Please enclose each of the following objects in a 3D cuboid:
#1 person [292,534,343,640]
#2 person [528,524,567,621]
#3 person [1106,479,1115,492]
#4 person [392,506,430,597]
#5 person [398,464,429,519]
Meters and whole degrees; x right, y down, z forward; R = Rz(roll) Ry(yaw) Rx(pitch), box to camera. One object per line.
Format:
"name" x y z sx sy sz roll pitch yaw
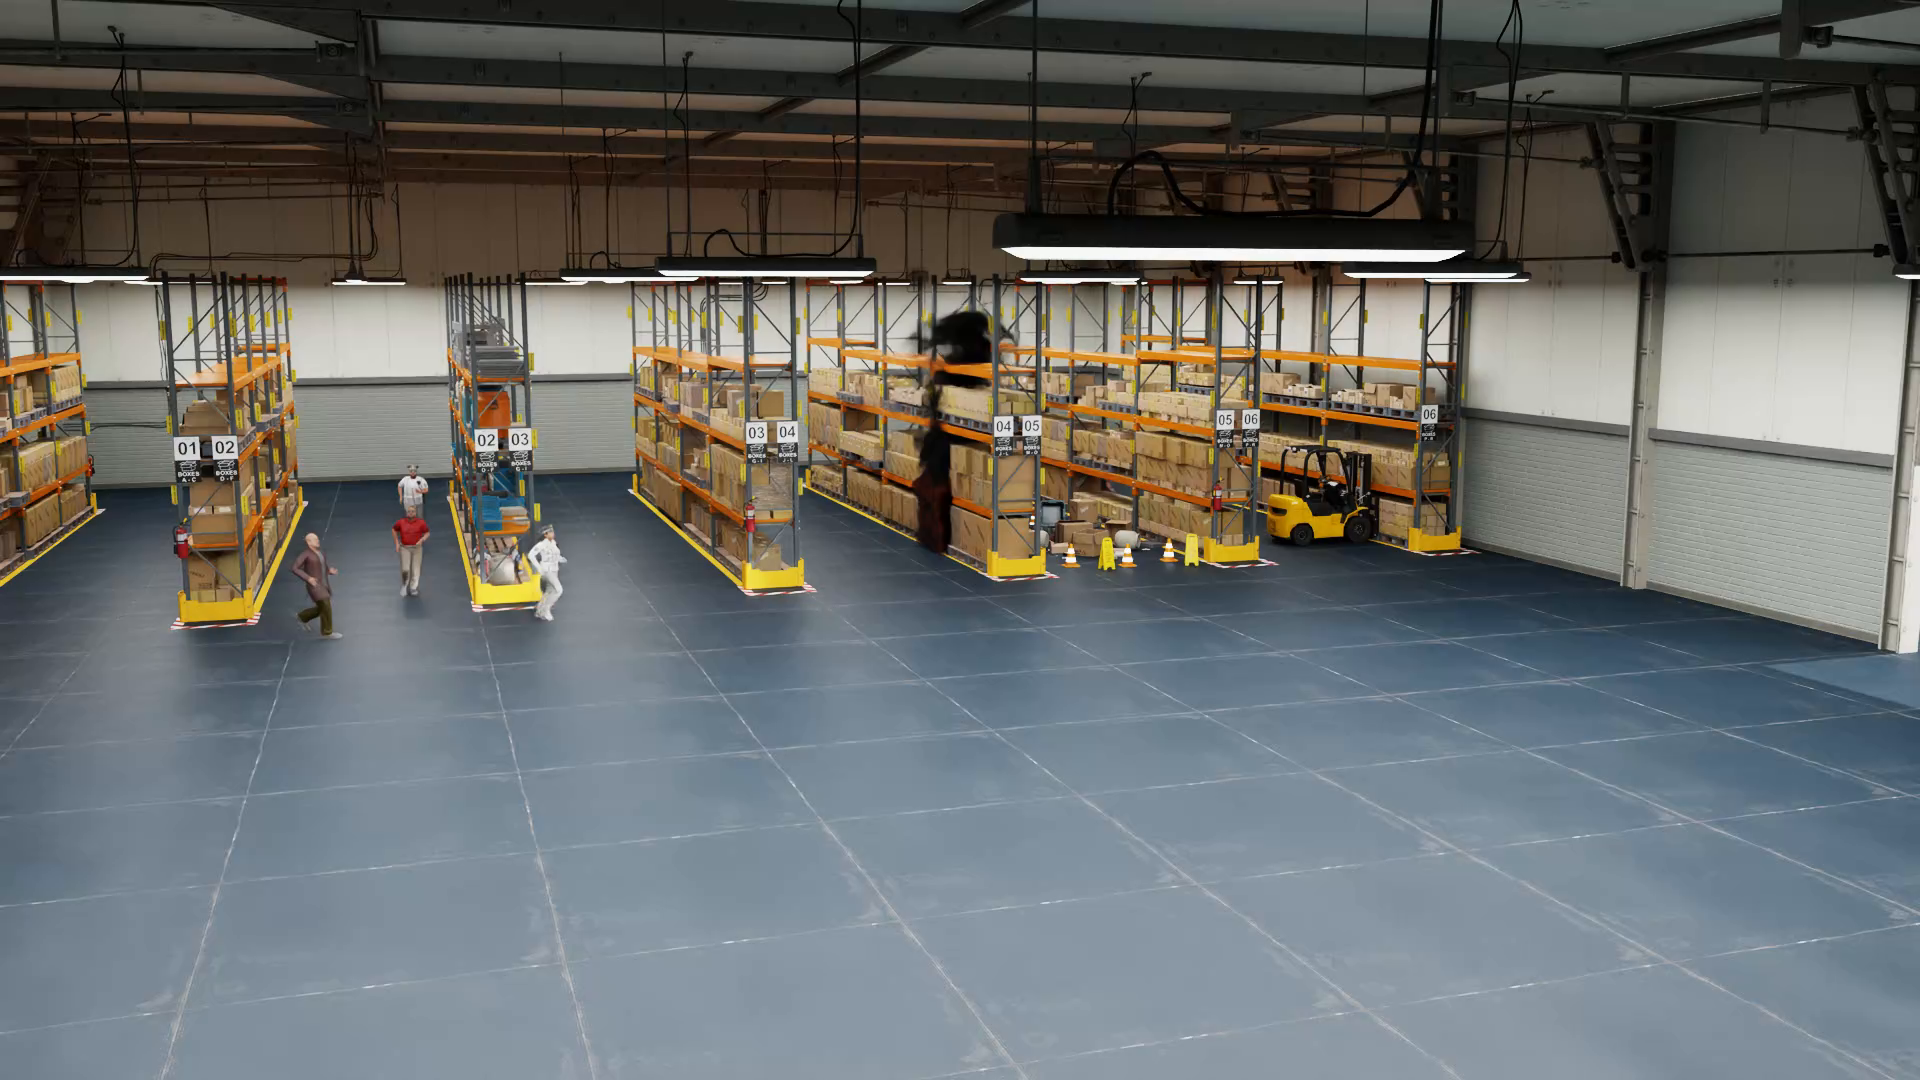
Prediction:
"person" -10.586 0.759 27.282 0.898 1.745 0.720 2 9 10
"person" -7.096 0.558 28.807 0.637 1.673 0.584 2 9 16
"person" 4.080 -1.889 45.219 0.584 1.605 0.724 -4 9 -22
"person" -10.237 0.221 31.071 0.661 1.729 0.670 -3 9 -21
"person" -12.287 -0.796 37.432 0.643 1.833 0.848 -3 9 -20
